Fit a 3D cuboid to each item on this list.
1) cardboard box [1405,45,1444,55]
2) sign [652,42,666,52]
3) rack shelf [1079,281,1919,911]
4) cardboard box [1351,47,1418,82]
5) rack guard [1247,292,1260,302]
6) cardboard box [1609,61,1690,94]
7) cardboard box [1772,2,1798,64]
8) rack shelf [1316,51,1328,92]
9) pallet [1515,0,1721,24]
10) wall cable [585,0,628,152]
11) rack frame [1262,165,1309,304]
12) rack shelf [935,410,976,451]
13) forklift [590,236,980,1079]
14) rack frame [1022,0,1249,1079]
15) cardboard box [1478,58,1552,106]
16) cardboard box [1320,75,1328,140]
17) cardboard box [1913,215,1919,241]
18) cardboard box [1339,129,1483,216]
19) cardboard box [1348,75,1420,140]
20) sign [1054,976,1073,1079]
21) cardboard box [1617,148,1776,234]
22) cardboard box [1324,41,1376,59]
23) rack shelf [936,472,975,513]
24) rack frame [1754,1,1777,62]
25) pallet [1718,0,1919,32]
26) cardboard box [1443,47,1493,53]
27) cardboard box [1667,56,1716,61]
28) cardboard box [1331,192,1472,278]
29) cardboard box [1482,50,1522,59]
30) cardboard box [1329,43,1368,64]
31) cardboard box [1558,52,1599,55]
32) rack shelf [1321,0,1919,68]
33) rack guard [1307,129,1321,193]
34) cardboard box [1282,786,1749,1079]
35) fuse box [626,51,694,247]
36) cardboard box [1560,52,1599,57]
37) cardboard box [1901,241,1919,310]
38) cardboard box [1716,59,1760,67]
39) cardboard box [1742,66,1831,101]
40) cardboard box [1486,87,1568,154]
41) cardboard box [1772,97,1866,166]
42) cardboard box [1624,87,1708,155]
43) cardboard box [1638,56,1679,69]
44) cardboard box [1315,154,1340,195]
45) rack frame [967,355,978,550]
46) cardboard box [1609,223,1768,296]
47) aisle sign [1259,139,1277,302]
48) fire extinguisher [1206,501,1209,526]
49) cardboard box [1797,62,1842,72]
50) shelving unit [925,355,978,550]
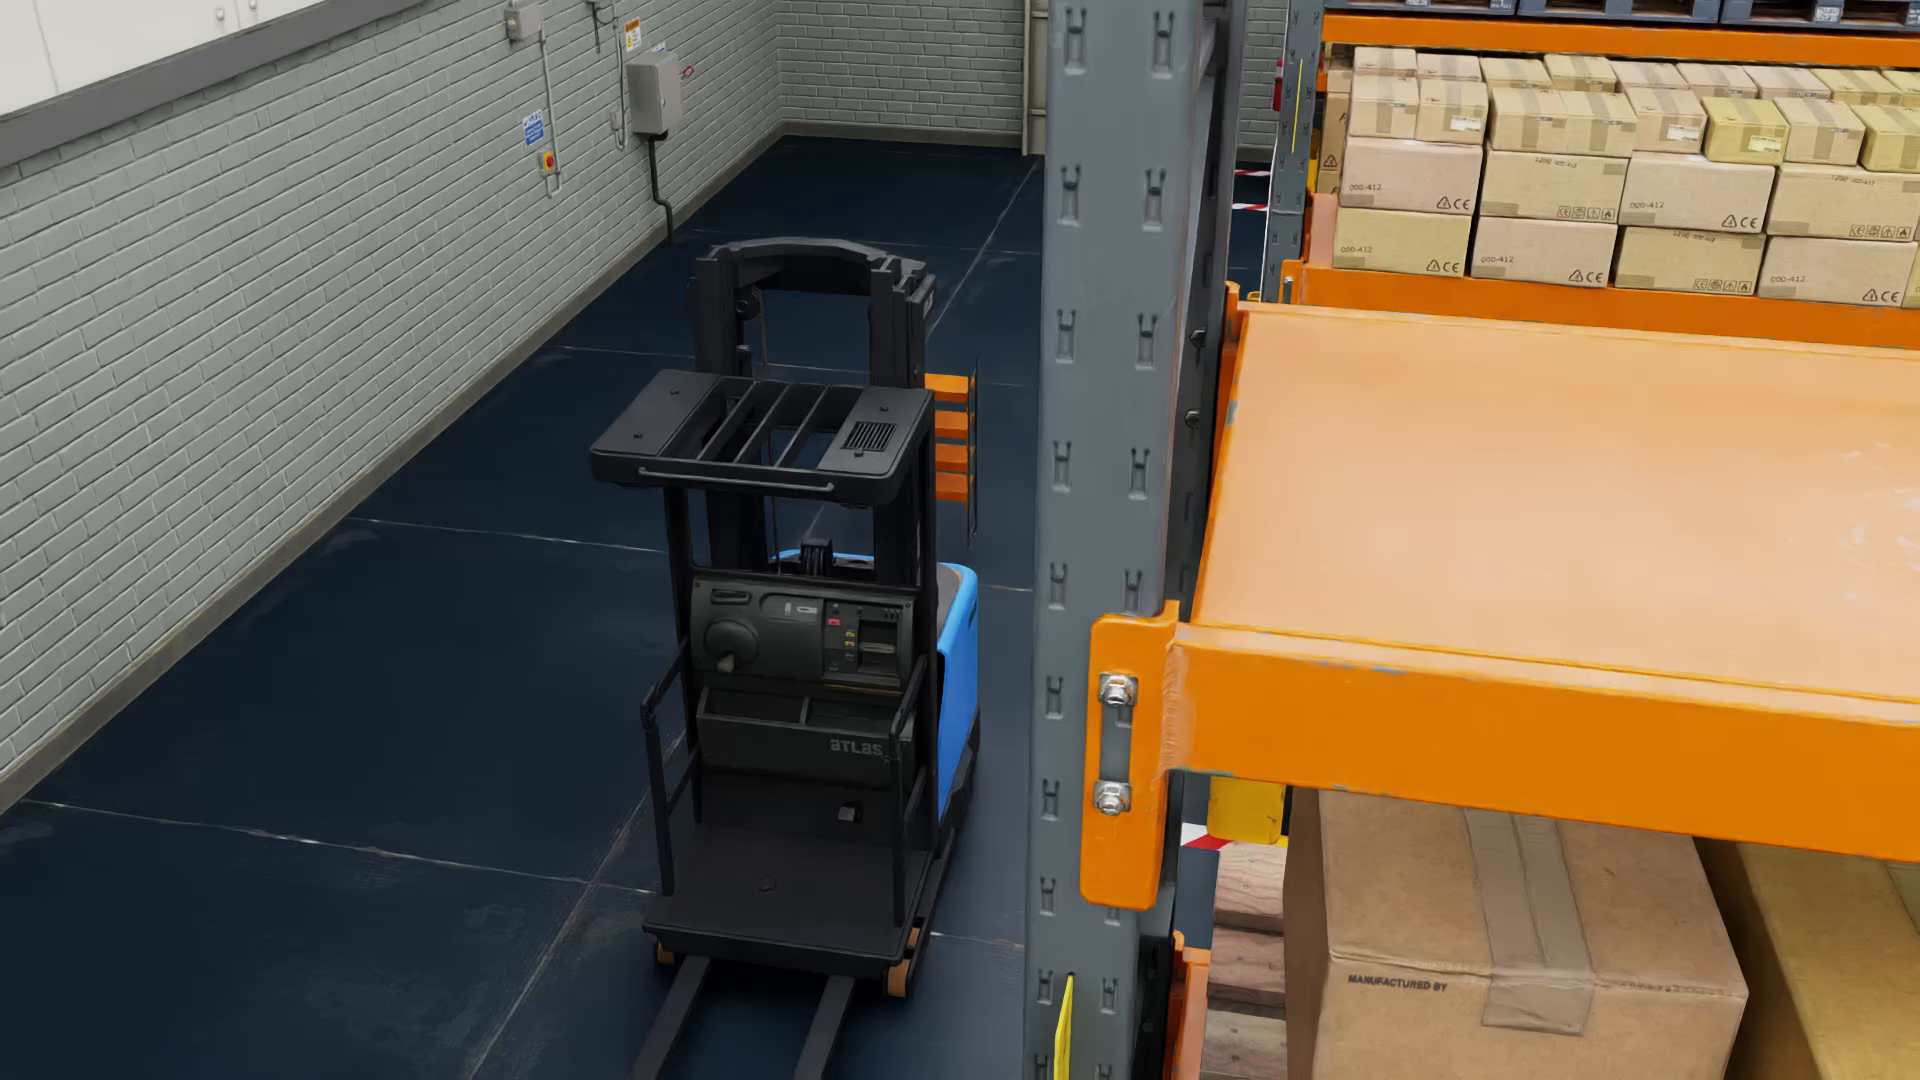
[{"bbox_3d":[3.225,-3.338,11.564,0.250,0.149,0.380,6,29,10],"label":"cardboard box"},{"bbox_3d":[-2.728,-4.251,15.151,0.001,0.494,0.329,6,29,11],"label":"sign"},{"bbox_3d":[2.195,0.201,1.840,4.000,0.370,1.077,6,29,11],"label":"rack shelf"},{"bbox_3d":[1.761,-1.927,6.905,0.250,0.149,0.380,6,29,10],"label":"cardboard box"},{"bbox_3d":[2.286,-1.419,12.484,0.348,0.500,1.175,6,29,11],"label":"rack guard"},{"bbox_3d":[2.749,-1.802,6.676,0.250,0.149,0.380,5,29,9],"label":"cardboard box"},{"bbox_3d":[7.680,-4.518,14.999,0.500,0.500,0.700,7,29,12],"label":"cardboard box"},{"bbox_3d":[5.298,-4.328,15.944,4.000,0.370,1.077,6,29,11],"label":"rack shelf"},{"bbox_3d":[4.233,-3.599,10.831,1.213,0.211,1.003,6,29,11],"label":"pallet"},{"bbox_3d":[-2.925,-4.180,13.866,0.122,1.984,0.588,6,29,11],"label":"wall cable"},{"bbox_3d":[1.374,-0.178,7.614,0.127,3.000,1.000,6,29,11],"label":"rack frame"},{"bbox_3d":[-0.162,-0.680,10.079,0.480,0.148,0.258,6,29,11],"label":"rack shelf"},{"bbox_3d":[-0.683,0.427,6.581,1.130,2.935,3.031,5,29,9],"label":"forklift"},{"bbox_3d":[0.240,-0.491,1.937,0.127,3.000,1.000,6,29,11],"label":"rack frame"},{"bbox_3d":[2.233,-1.831,6.730,0.250,0.149,0.380,5,29,9],"label":"cardboard box"},{"bbox_3d":[2.830,-3.059,11.731,0.500,0.500,0.500,7,29,12],"label":"cardboard box"},{"bbox_3d":[3.764,-1.281,6.140,0.500,0.250,0.500,7,29,13],"label":"cardboard box"},{"bbox_3d":[1.759,-1.481,6.505,0.500,0.250,0.500,6,29,11],"label":"cardboard box"},{"bbox_3d":[1.643,-1.683,6.459,0.250,0.149,0.380,6,29,10],"label":"cardboard box"},{"bbox_3d":[0.118,0.667,1.954,0.005,0.325,0.100,6,29,11],"label":"sign"},{"bbox_3d":[2.751,-1.373,6.309,0.500,0.250,0.500,6,29,11],"label":"cardboard box"},{"bbox_3d":[3.729,-4.737,15.788,0.500,0.250,0.500,6,29,11],"label":"cardboard box"},{"bbox_3d":[-0.162,-0.310,10.282,0.480,0.148,0.258,6,29,11],"label":"rack shelf"},{"bbox_3d":[7.254,-4.443,15.405,0.127,3.000,1.000,6,29,11],"label":"rack frame"},{"bbox_3d":[5.423,-3.476,10.606,1.213,0.211,1.003,6,29,11],"label":"pallet"},{"bbox_3d":[4.719,-4.638,15.606,0.500,0.250,0.500,5,29,10],"label":"cardboard box"},{"bbox_3d":[6.705,-4.445,15.253,0.500,0.250,0.500,7,29,12],"label":"cardboard box"},{"bbox_3d":[1.760,-1.263,6.628,0.500,0.250,0.500,7,29,12],"label":"cardboard box"},{"bbox_3d":[3.704,-3.234,11.374,0.250,0.149,0.380,6,29,10],"label":"cardboard box"},{"bbox_3d":[2.702,-3.338,11.565,0.250,0.149,0.380,6,29,11],"label":"cardboard box"},{"bbox_3d":[5.727,-4.544,15.435,0.500,0.250,0.500,6,29,10],"label":"cardboard box"},{"bbox_3d":[4.265,-3.313,10.965,4.000,0.370,1.077,6,29,11],"label":"rack shelf"},{"bbox_3d":[3.416,-3.741,16.724,0.348,0.500,1.175,6,29,11],"label":"rack guard"},{"bbox_3d":[0.759,0.580,2.460,0.500,0.500,0.700,4,29,7],"label":"cardboard box"},{"bbox_3d":[-2.629,-3.474,14.976,0.414,1.711,0.539,6,29,11],"label":"fuse box"},{"bbox_3d":[4.214,-3.201,11.314,0.250,0.149,0.380,7,29,12],"label":"cardboard box"},{"bbox_3d":[3.767,-1.056,6.249,0.500,0.250,0.500,6,29,10],"label":"cardboard box"},{"bbox_3d":[5.223,-3.110,11.149,0.250,0.149,0.380,6,29,10],"label":"cardboard box"},{"bbox_3d":[3.261,-1.762,6.604,0.250,0.149,0.380,5,29,9],"label":"cardboard box"},{"bbox_3d":[2.139,-1.588,6.285,0.250,0.149,0.380,6,29,10],"label":"cardboard box"},{"bbox_3d":[3.156,-1.513,6.150,0.250,0.149,0.380,7,29,12],"label":"cardboard box"},{"bbox_3d":[2.651,-1.587,6.283,0.250,0.149,0.380,7,29,12],"label":"cardboard box"},{"bbox_3d":[4.707,-3.137,11.198,0.250,0.149,0.380,6,29,10],"label":"cardboard box"},{"bbox_3d":[2.719,-2.374,11.521,0.500,0.500,0.500,6,29,10],"label":"cardboard box"},{"bbox_3d":[0.077,-0.518,10.110,0.015,1.200,0.240,6,29,11],"label":"rack frame"},{"bbox_3d":[2.780,-1.163,6.445,0.500,0.250,0.500,5,29,9],"label":"cardboard box"},{"bbox_3d":[1.240,-1.185,6.746,0.004,0.787,0.394,6,29,11],"label":"aisle sign"},{"bbox_3d":[1.224,-0.223,8.164,0.183,0.674,0.296,6,29,11],"label":"fire extinguisher"},{"bbox_3d":[5.712,-3.051,11.040,0.250,0.149,0.380,6,29,11],"label":"cardboard box"},{"bbox_3d":[-0.162,-0.543,10.154,0.503,1.200,0.258,6,29,11],"label":"shelving unit"}]
